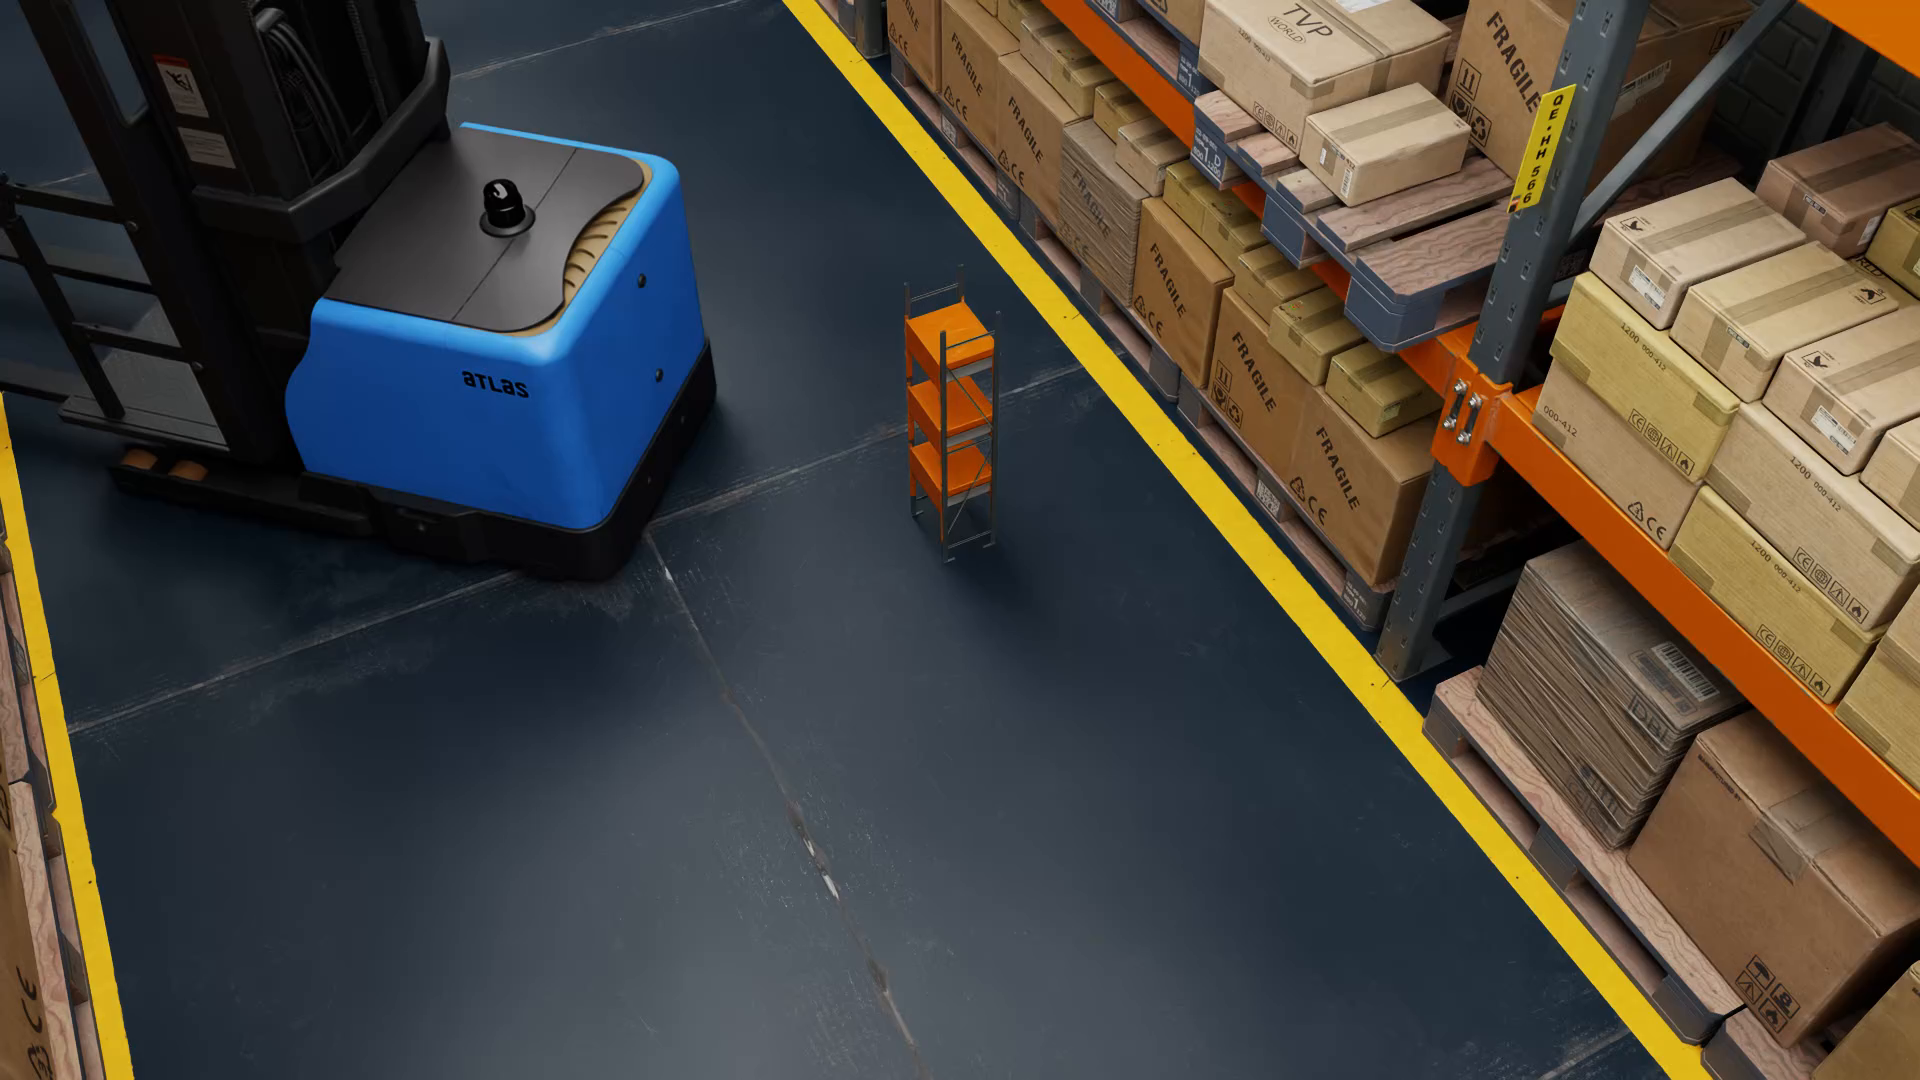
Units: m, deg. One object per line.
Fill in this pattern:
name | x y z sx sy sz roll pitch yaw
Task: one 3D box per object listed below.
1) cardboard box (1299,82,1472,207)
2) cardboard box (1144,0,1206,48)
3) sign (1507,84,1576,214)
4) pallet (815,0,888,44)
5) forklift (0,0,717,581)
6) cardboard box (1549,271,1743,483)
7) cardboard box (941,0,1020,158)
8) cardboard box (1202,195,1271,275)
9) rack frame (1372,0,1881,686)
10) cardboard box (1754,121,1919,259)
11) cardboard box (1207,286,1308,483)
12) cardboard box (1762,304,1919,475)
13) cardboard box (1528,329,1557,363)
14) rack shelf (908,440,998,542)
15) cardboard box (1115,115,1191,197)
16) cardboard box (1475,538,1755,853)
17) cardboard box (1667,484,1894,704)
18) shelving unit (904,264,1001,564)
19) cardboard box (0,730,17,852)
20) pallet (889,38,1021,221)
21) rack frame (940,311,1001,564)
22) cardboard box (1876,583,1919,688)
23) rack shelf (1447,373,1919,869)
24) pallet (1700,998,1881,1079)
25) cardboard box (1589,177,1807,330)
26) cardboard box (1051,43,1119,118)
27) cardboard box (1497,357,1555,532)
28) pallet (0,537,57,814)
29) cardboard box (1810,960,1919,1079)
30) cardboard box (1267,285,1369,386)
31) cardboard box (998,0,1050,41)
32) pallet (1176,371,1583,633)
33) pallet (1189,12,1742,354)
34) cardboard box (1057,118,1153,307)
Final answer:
cardboard box | 1.174 -1.097 4.605 0.380 0.149 0.250 -20 52 -17
cardboard box | 0.905 -1.935 5.102 0.797 0.503 0.637 -22 52 -18
sign | 1.338 -0.896 3.824 0.100 0.325 0.005 -21 52 -18
pallet | -0.328 -2.953 8.193 1.003 0.211 1.213 -21 52 -18
forklift | -2.474 -1.455 5.075 3.031 2.935 1.130 12 50 10
cardboard box | 1.780 -0.460 3.927 0.500 0.250 0.500 -21 52 -18
cardboard box | 0.259 -1.972 6.864 0.500 0.500 0.500 -22 52 -18
cardboard box | 1.051 -1.062 5.637 0.380 0.149 0.250 -20 52 -16
rack frame | 1.816 -0.734 4.399 1.000 3.000 0.127 -21 52 -18
cardboard box | 2.145 -0.833 3.988 0.380 0.149 0.250 -20 52 -16
cardboard box | 1.212 -0.597 5.661 0.500 0.500 0.500 -22 52 -18
cardboard box | 1.964 -0.324 3.544 0.380 0.149 0.250 -20 52 -17
cardboard box | 1.855 -0.719 5.337 0.380 0.149 0.250 -19 51 -16
rack shelf | -0.025 -0.192 5.603 0.215 0.259 0.240 -21 52 -18
cardboard box | 0.783 -1.403 5.935 0.380 0.149 0.250 -23 53 -19
cardboard box | 2.089 0.332 4.766 0.875 0.625 0.625 -20 52 -16
cardboard box | 2.028 0.035 3.826 0.500 0.250 0.500 -22 52 -18
shelving unit | -0.025 -0.381 5.386 0.215 1.050 0.252 -21 52 -18
cardboard box | -3.242 0.450 4.496 0.875 0.875 0.875 -21 52 -17
pallet | 0.392 -1.962 7.326 1.003 0.211 1.213 -21 52 -18
rack frame | 0.031 -0.300 5.315 0.200 1.050 0.008 -21 52 -18
cardboard box | 2.253 0.224 3.329 0.500 0.250 0.500 -22 53 -18
rack shelf | 2.731 0.841 3.499 1.077 0.370 4.000 -21 52 -18
pallet | 2.712 1.564 4.242 1.003 0.211 1.213 -21 52 -18
cardboard box | 1.700 -0.666 3.842 0.380 0.149 0.250 -20 52 -16
cardboard box | 0.567 -1.756 6.244 0.380 0.149 0.250 -19 52 -16
cardboard box | 1.873 -0.428 5.513 0.500 0.500 0.500 -19 52 -16
pallet | -3.444 0.527 5.149 1.003 0.211 1.213 -21 52 -18
cardboard box | 2.704 1.217 3.992 0.875 0.625 0.625 -23 53 -19
cardboard box | 1.212 -0.678 5.301 0.380 0.149 0.250 -24 53 -19
cardboard box | 0.374 -2.103 6.547 0.380 0.149 0.250 -22 52 -18
pallet | 1.508 -0.329 5.897 1.003 0.211 1.213 -21 52 -18
pallet | 1.444 -1.100 4.847 1.213 0.211 1.003 -21 52 -18
cardboard box | 0.716 -1.287 6.265 0.500 0.500 0.500 -23 53 -19
